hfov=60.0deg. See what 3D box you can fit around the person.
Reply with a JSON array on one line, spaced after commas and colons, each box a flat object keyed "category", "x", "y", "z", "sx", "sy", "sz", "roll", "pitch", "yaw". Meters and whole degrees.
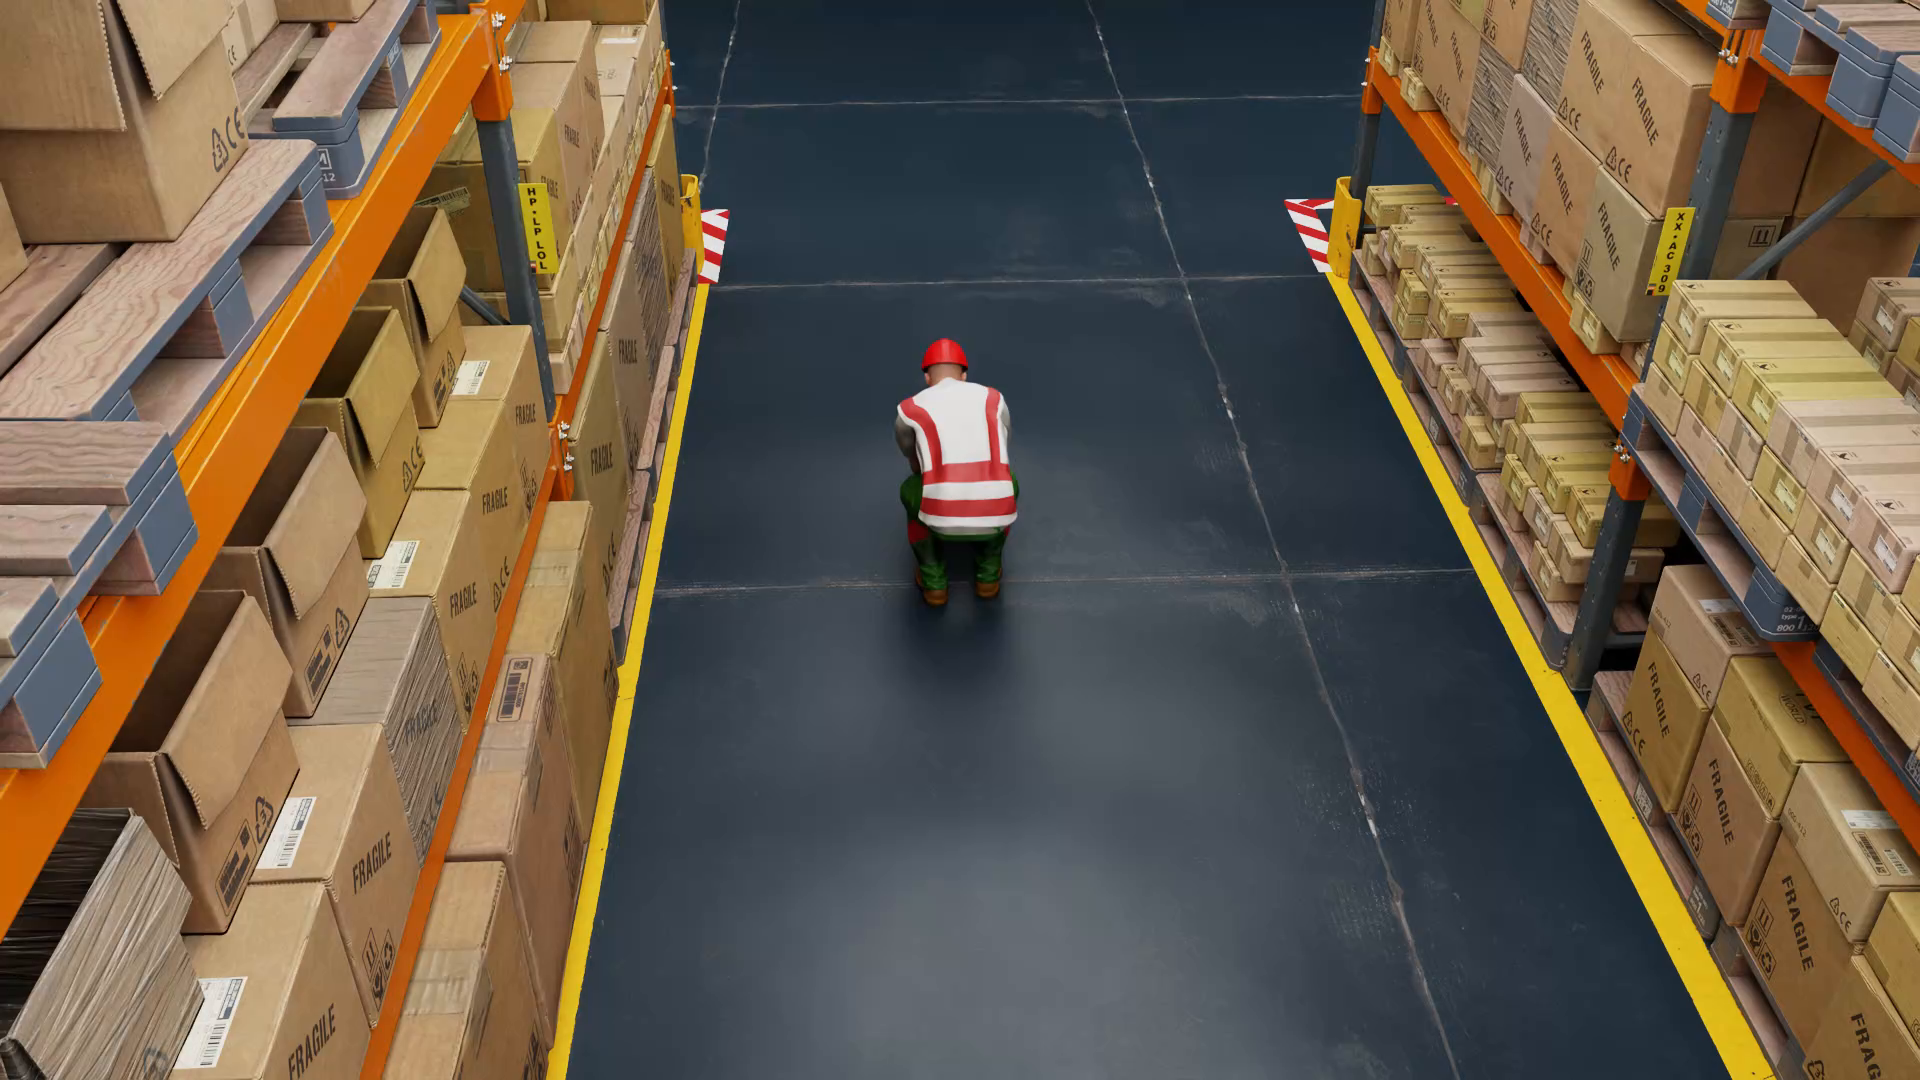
[{"category": "person", "x": -0.010, "y": -0.271, "z": 7.213, "sx": 0.530, "sy": 0.995, "sz": 0.898, "roll": -2, "pitch": 35, "yaw": -3}]
